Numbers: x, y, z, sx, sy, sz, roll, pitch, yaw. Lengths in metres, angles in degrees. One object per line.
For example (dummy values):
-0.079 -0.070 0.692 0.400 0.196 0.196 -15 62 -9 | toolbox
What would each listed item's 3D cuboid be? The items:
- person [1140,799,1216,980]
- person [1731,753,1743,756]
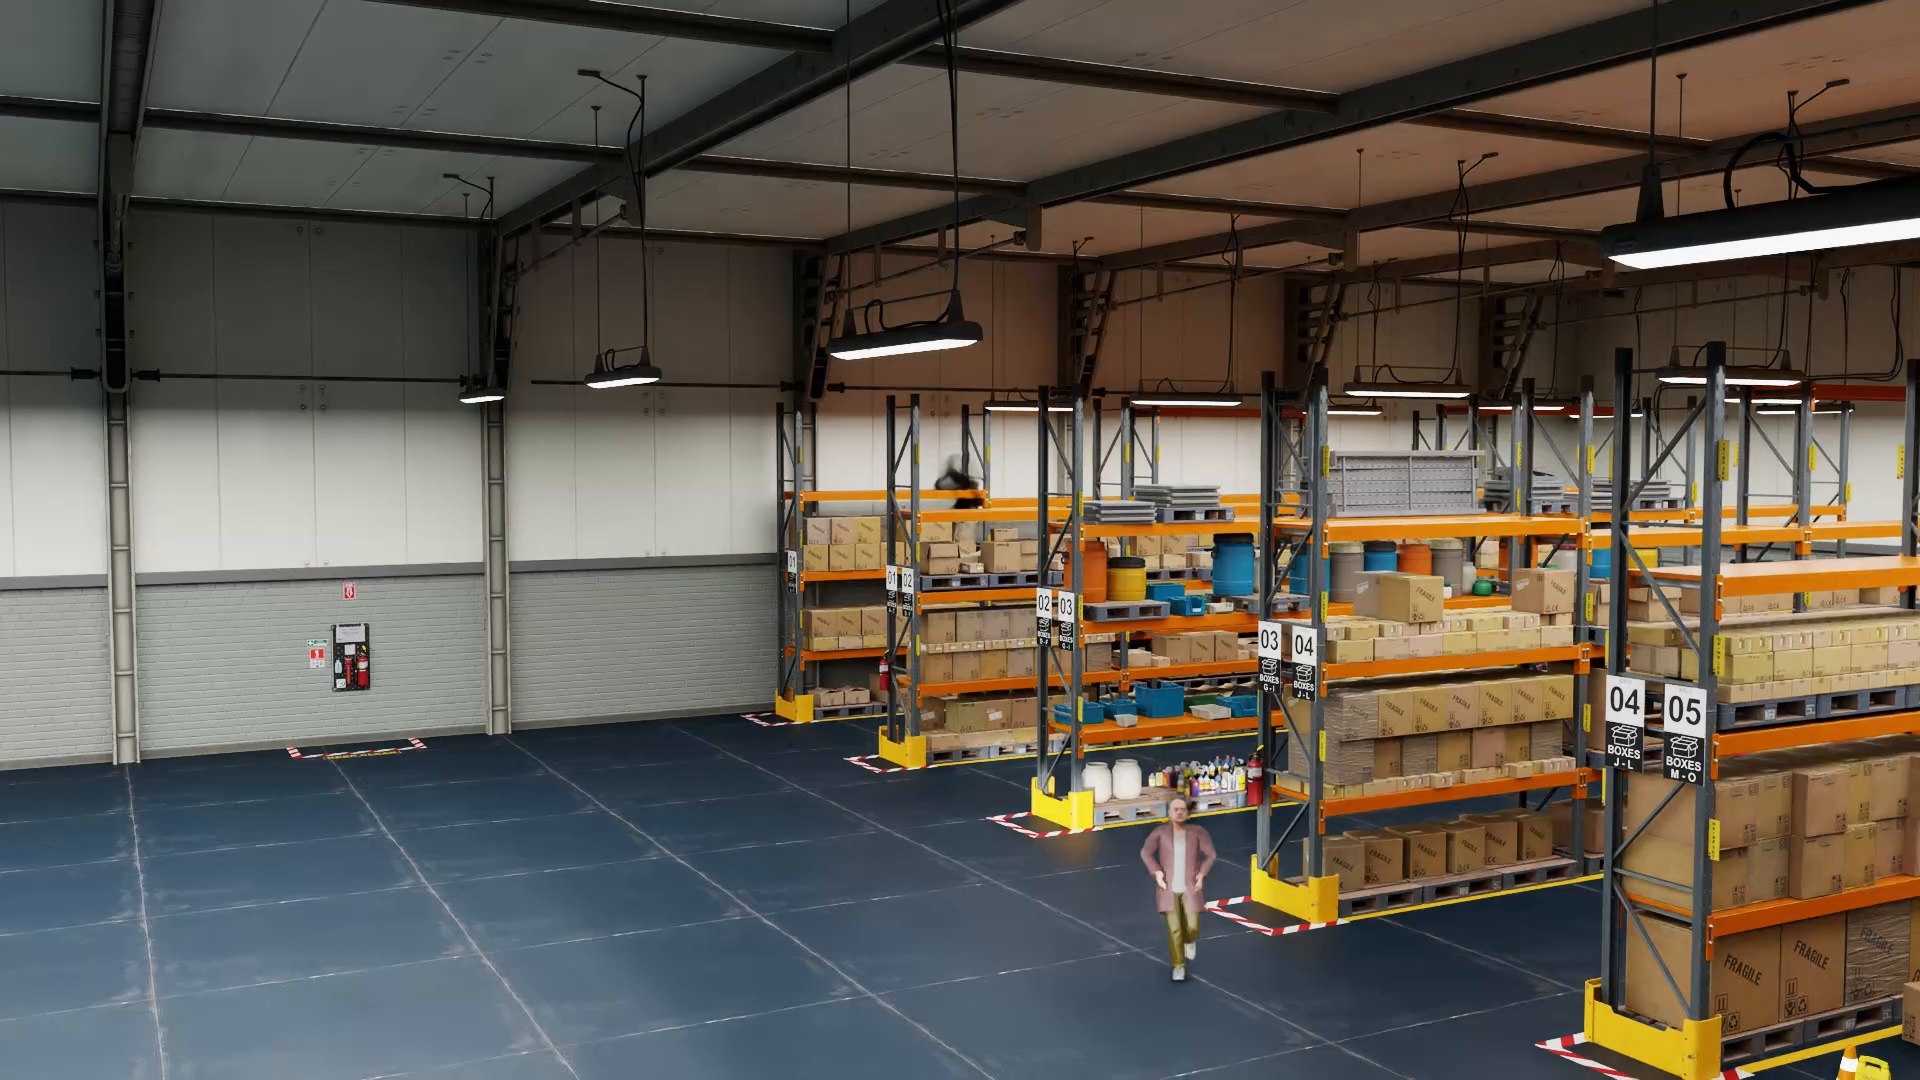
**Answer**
2.135 3.394 16.281 0.750 1.713 0.664 0 3 5 | person
8.722 3.239 18.603 0.637 1.742 0.702 -2 4 -33 | person
